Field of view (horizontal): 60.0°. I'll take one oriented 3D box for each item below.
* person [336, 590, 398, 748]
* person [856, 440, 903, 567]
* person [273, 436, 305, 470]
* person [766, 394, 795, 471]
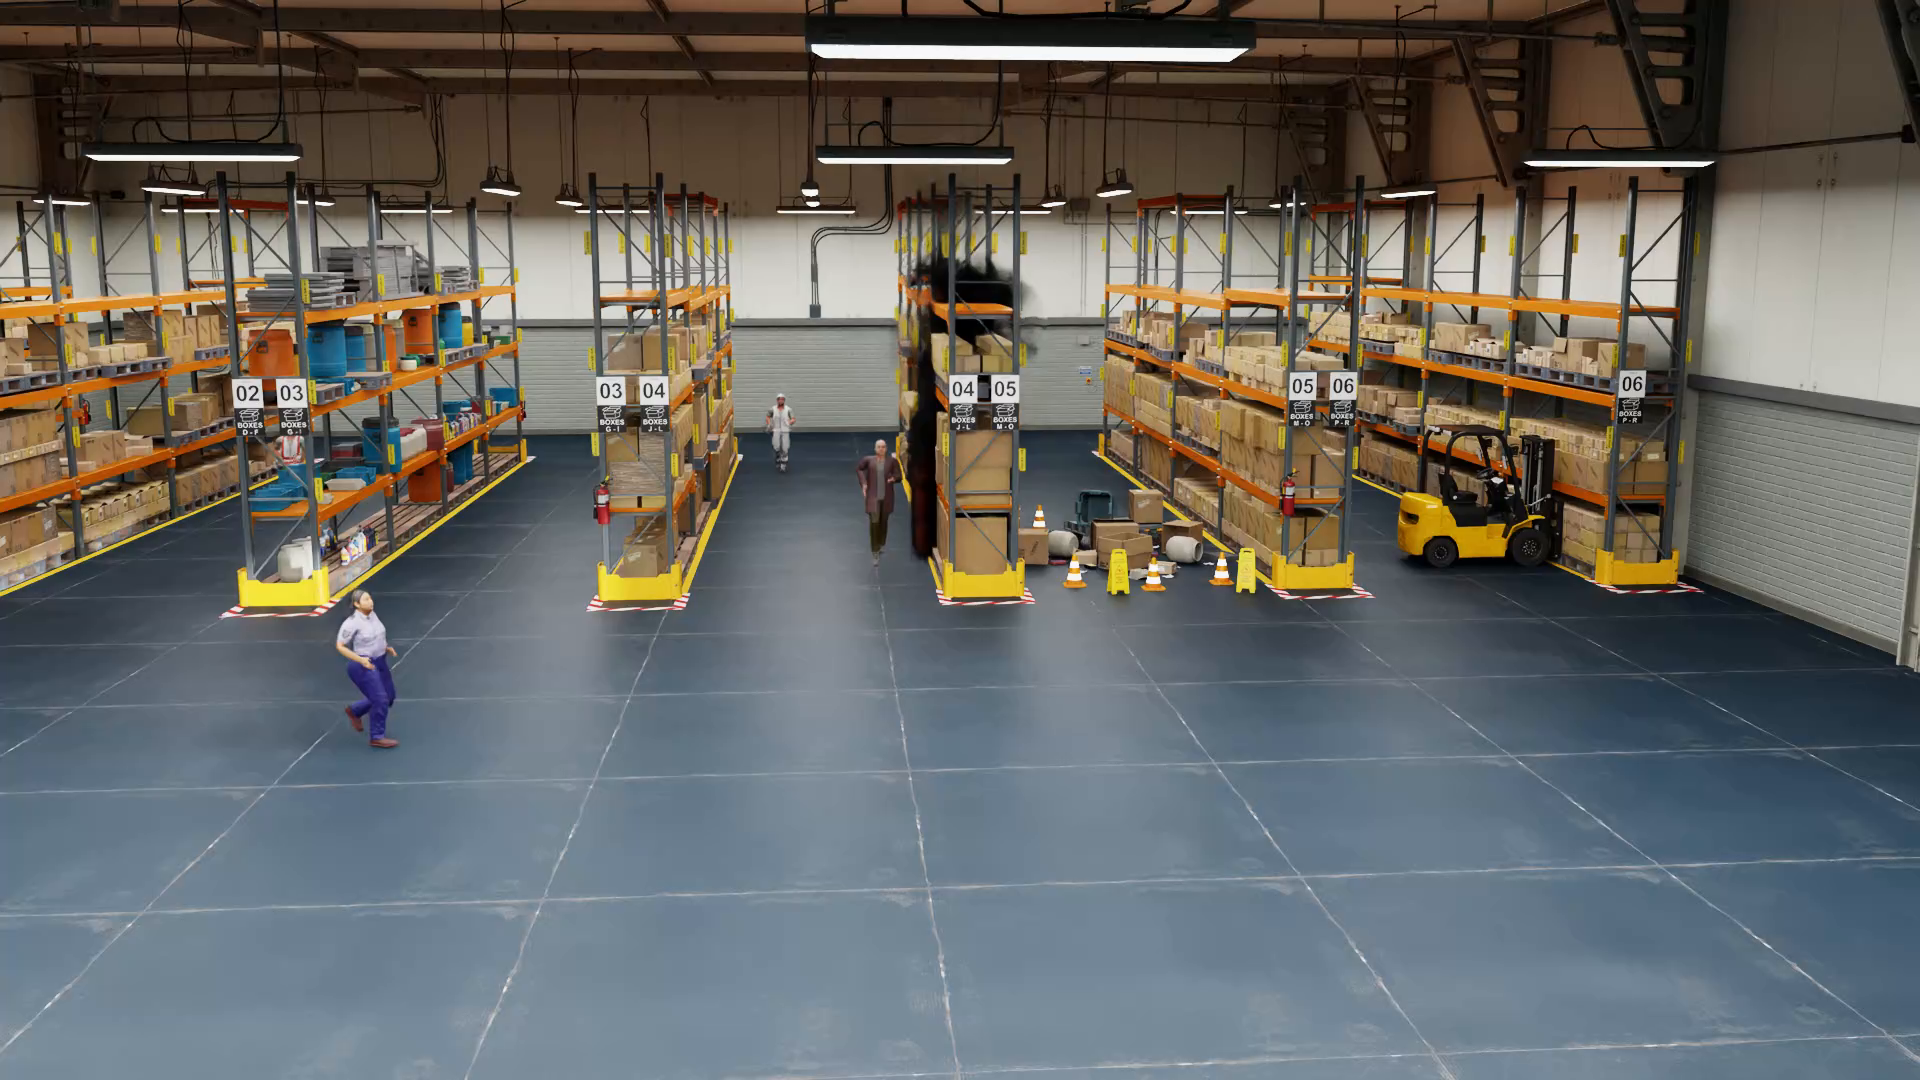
[{"bbox_3d":[-6.017,1.293,16.809,0.664,1.588,0.611,3,10,15],"label":"person"},{"bbox_3d":[-1.215,-0.582,25.384,0.684,1.907,0.826,-2,10,-10],"label":"person"},{"bbox_3d":[-12.678,-1.395,31.557,0.652,1.740,0.581,-3,11,-18],"label":"person"},{"bbox_3d":[-4.012,-2.397,37.202,0.657,1.747,0.608,-1,10,-4],"label":"person"}]
